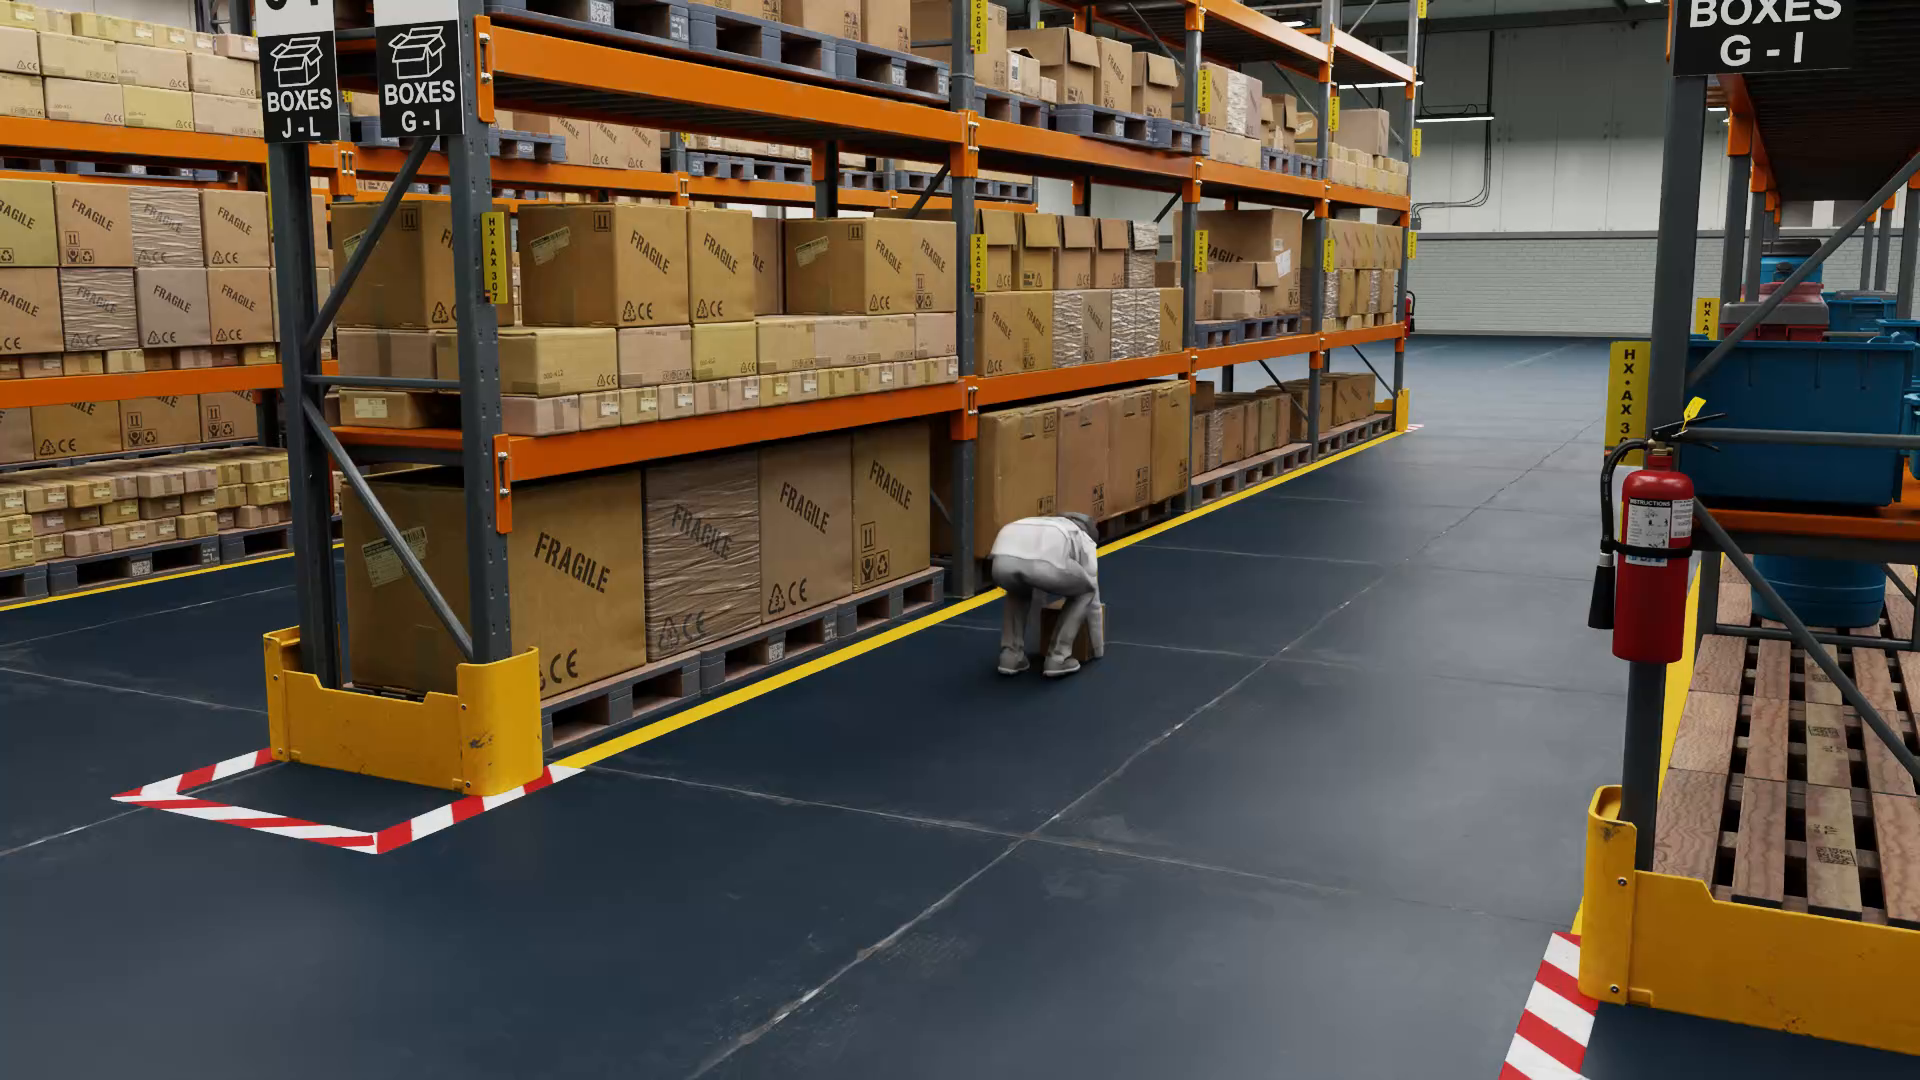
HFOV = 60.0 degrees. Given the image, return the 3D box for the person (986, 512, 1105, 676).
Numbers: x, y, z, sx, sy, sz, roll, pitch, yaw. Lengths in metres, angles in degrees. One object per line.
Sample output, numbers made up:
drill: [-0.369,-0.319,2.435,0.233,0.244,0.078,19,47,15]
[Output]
person: [0.435,0.255,8.149,0.456,0.783,0.910,4,10,24]
